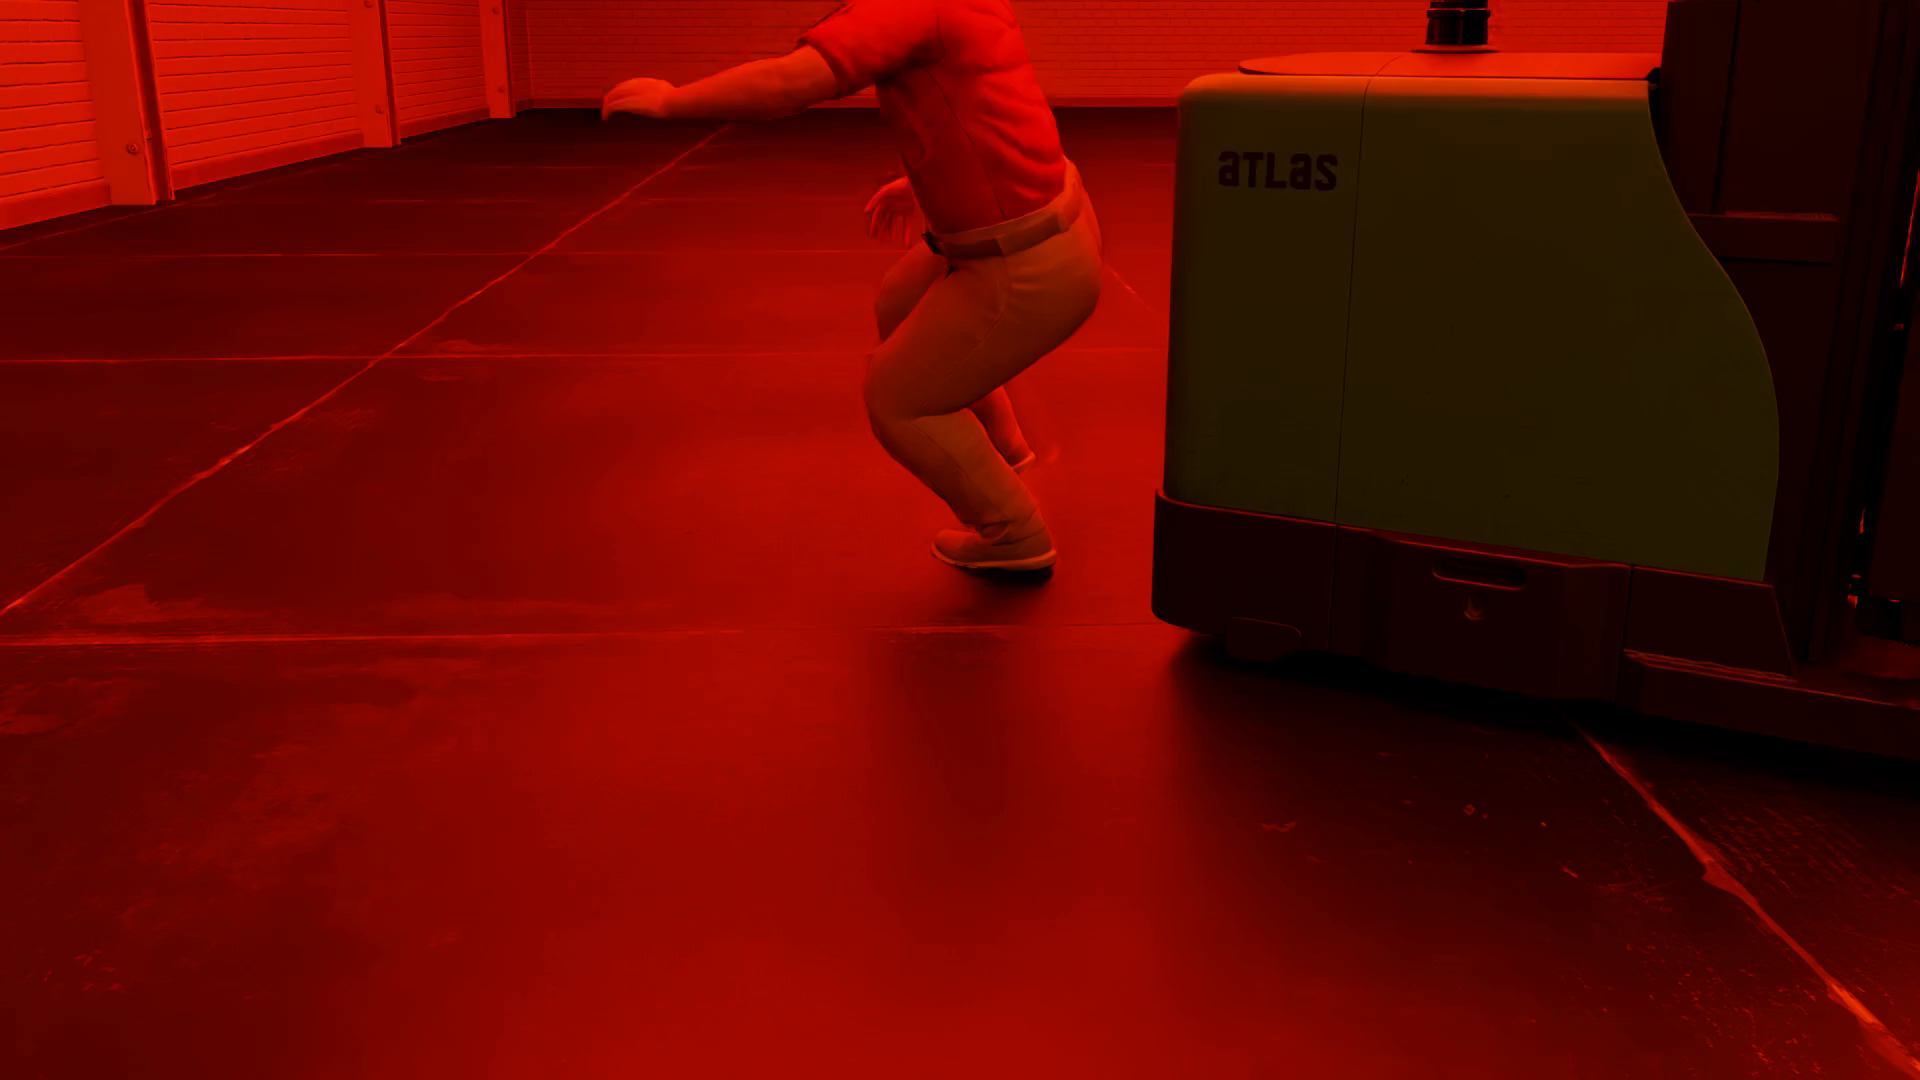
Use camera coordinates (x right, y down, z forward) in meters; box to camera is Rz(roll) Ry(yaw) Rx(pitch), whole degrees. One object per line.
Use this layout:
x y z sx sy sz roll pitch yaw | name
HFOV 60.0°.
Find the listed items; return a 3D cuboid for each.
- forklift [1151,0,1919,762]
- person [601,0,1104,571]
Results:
1.914 -1.105 2.519 3.031 2.935 1.130 9 19 27 | forklift
-0.154 -0.633 3.501 0.935 1.493 1.194 2 17 7 | person
